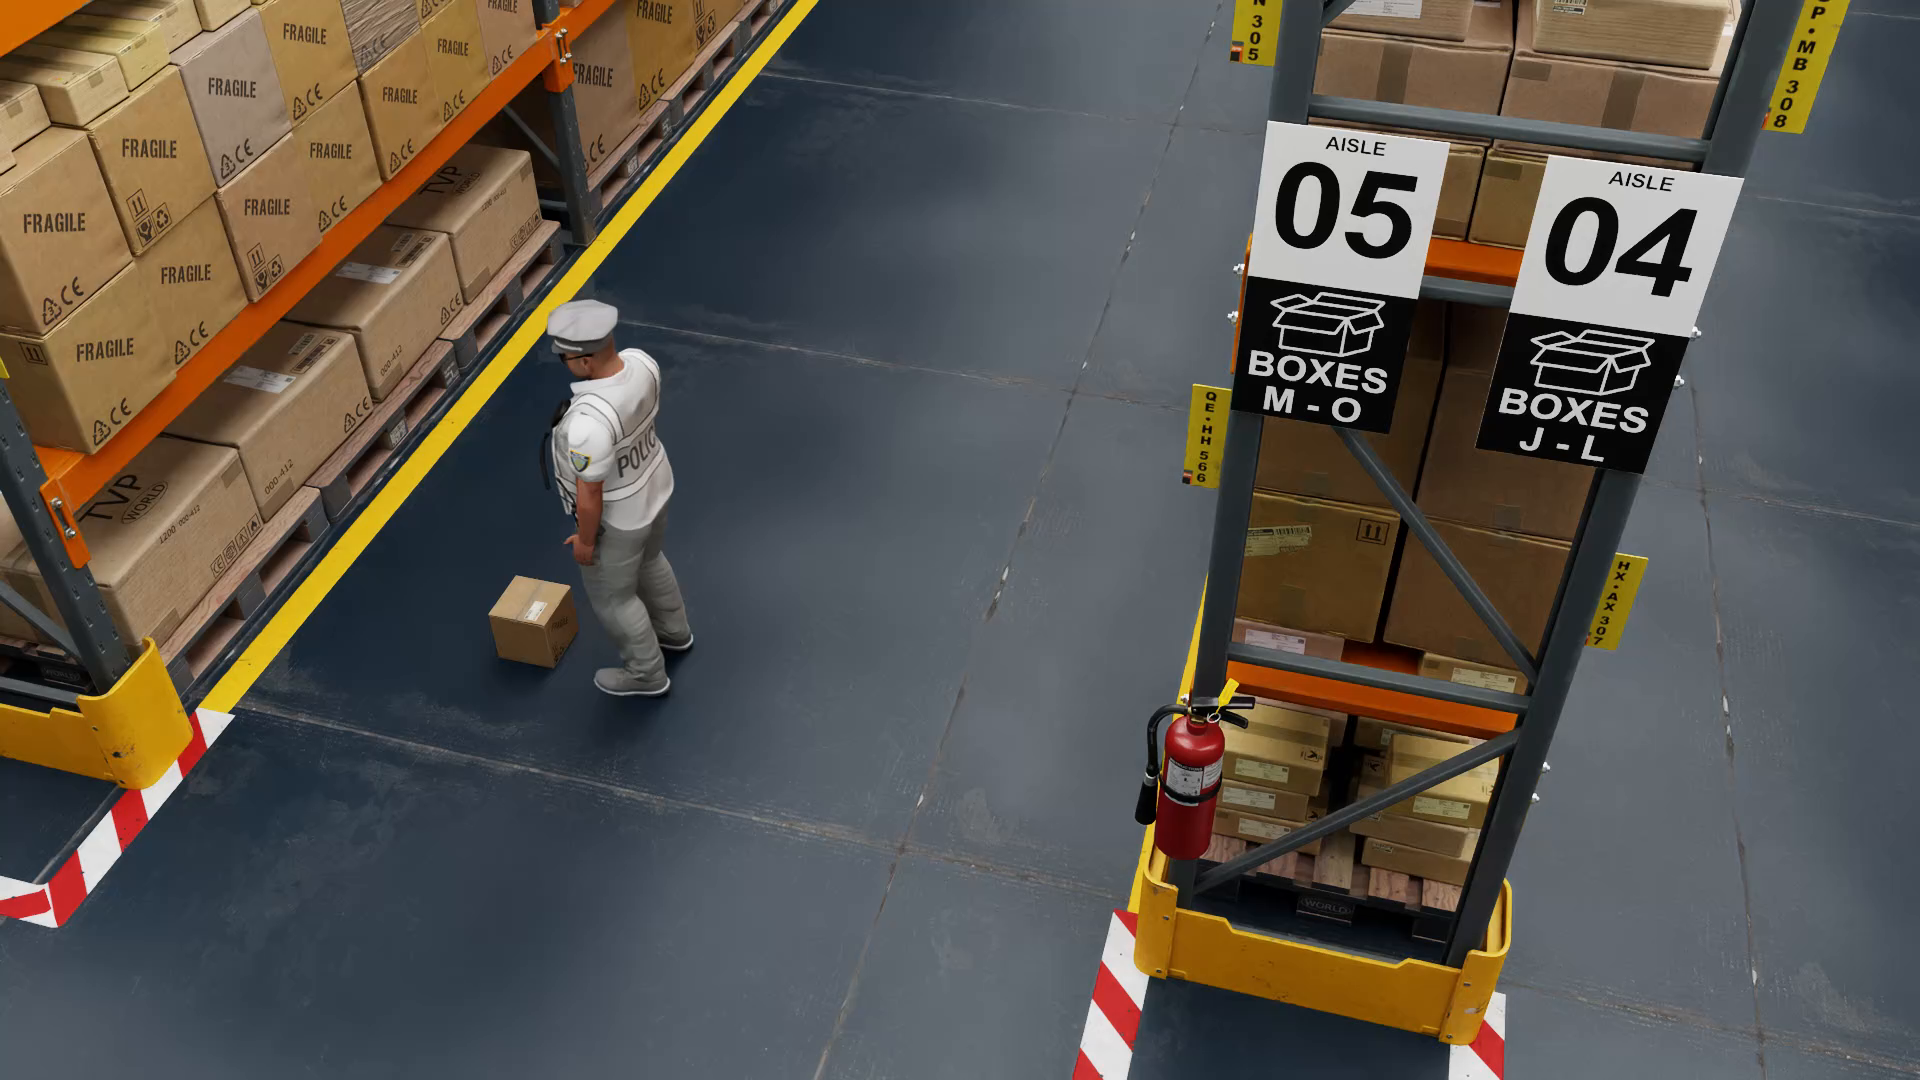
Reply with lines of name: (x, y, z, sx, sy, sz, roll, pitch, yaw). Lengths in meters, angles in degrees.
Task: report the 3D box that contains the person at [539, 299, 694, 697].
person: (-1.307, -0.127, 6.319, 0.392, 1.751, 0.529, 11, 42, 12)
